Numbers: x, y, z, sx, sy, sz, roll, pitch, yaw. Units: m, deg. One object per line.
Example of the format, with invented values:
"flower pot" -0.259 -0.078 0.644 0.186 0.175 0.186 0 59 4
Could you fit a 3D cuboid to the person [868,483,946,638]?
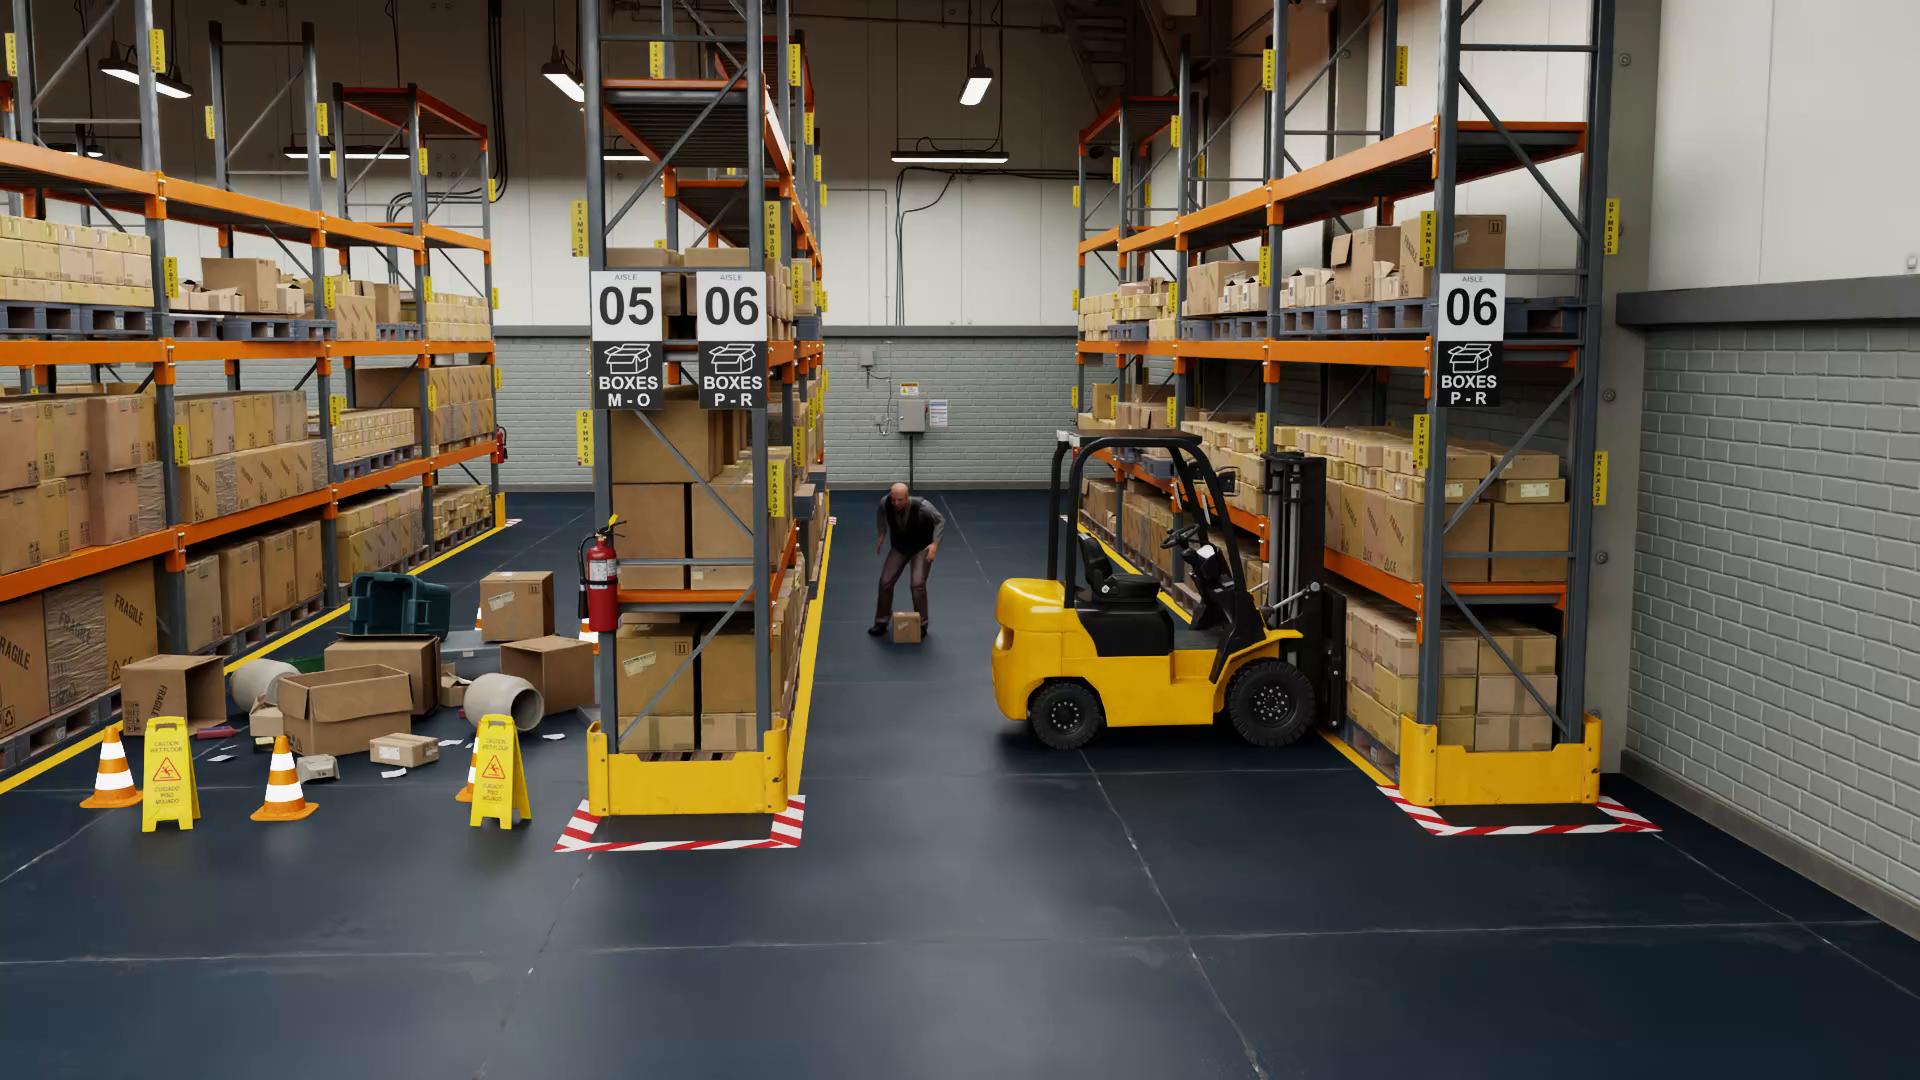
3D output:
"person" -0.505 0.174 15.888 0.722 1.483 0.728 2 7 18
